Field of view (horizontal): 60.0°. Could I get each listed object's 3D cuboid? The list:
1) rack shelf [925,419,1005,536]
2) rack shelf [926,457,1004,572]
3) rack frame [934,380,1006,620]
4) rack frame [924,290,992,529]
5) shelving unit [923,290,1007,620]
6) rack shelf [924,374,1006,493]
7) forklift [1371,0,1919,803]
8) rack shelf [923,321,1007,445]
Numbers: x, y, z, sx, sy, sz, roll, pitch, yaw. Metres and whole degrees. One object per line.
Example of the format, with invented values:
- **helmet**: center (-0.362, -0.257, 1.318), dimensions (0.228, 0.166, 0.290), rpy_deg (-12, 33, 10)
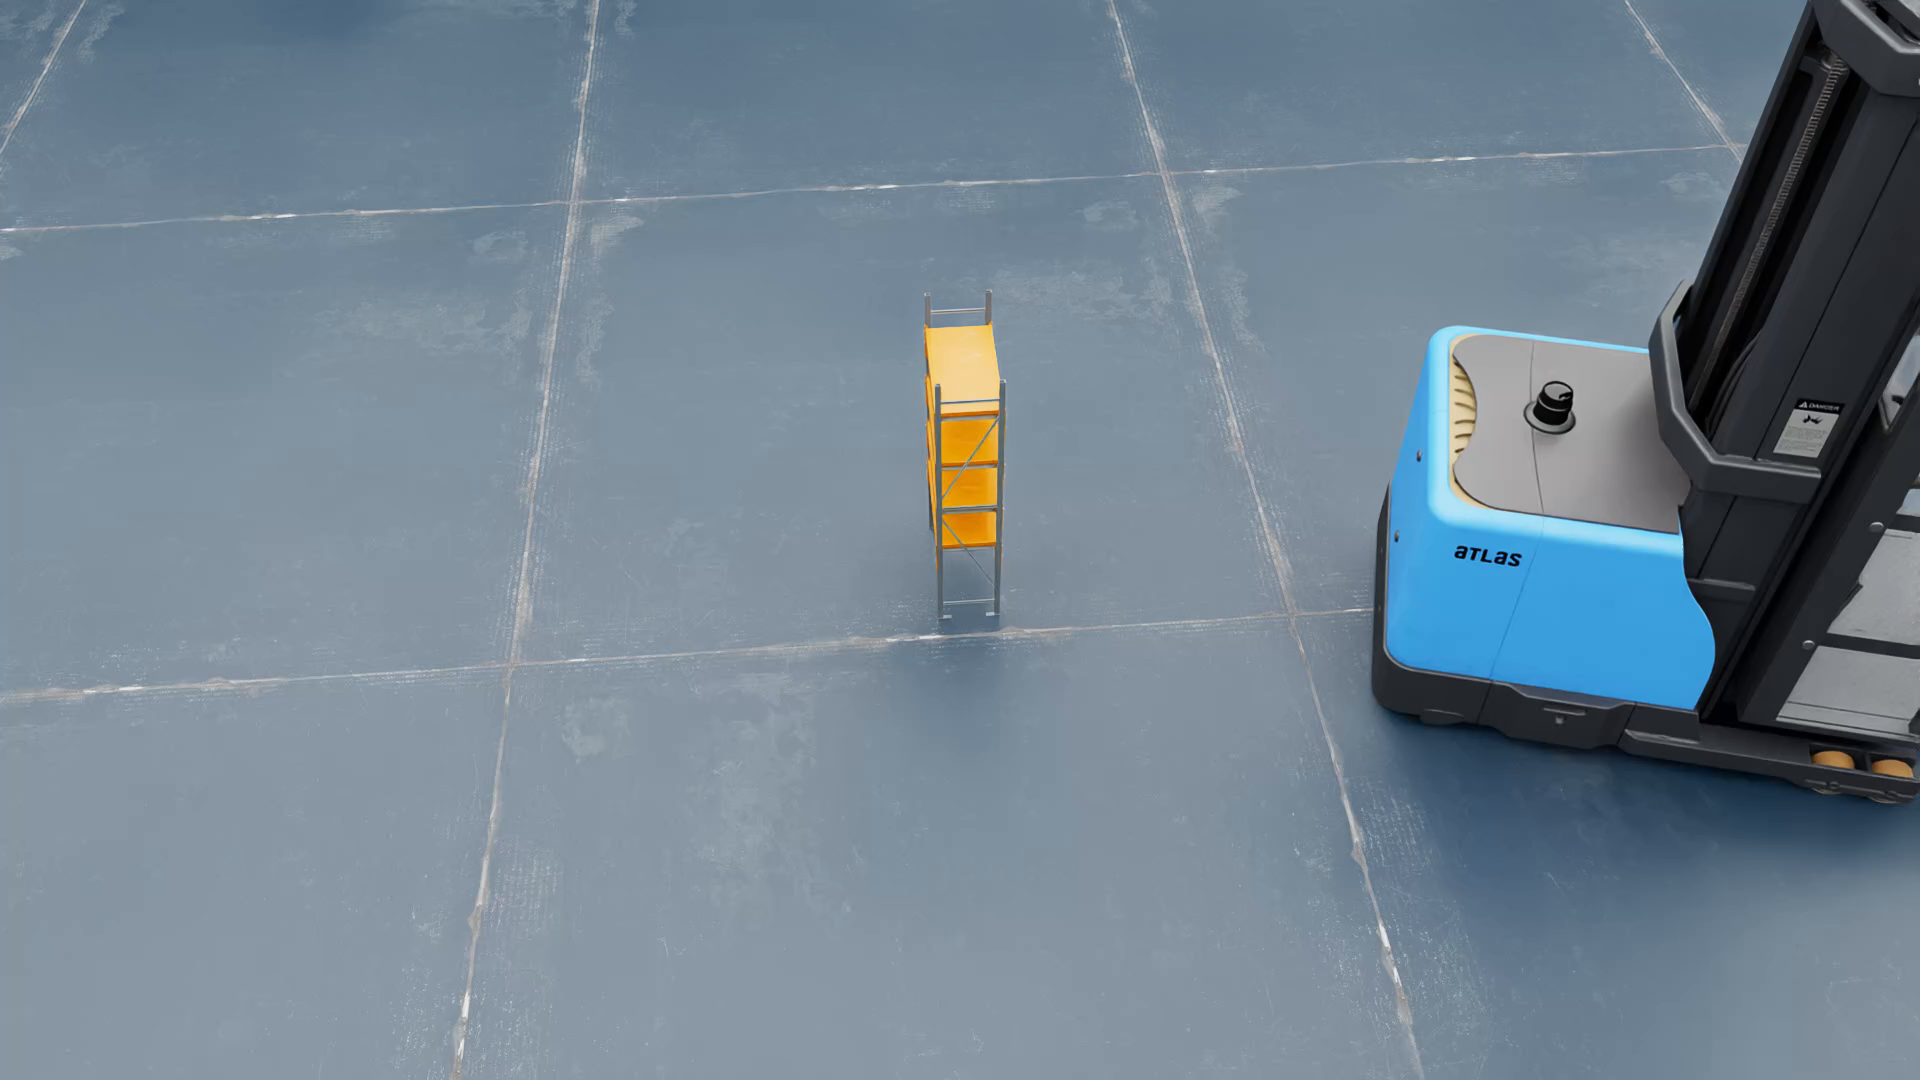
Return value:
- **rack shelf**: center (0.014, -0.247, 6.250), dimensions (0.258, 0.148, 0.480), rpy_deg (-3, 47, -3)
- **rack shelf**: center (0.014, -0.110, 6.394), dimensions (0.258, 0.148, 0.480), rpy_deg (-3, 47, -3)
- **rack frame**: center (0.034, -0.116, 6.034), dimensions (0.240, 1.200, 0.015), rpy_deg (-3, 47, -3)
- **rack frame**: center (-0.007, -0.469, 6.368), dimensions (0.240, 1.200, 0.015), rpy_deg (-3, 47, -3)
- **shelving unit**: center (0.014, -0.293, 6.201), dimensions (0.258, 1.200, 0.503), rpy_deg (-3, 47, -3)
- **rack shelf**: center (0.014, -0.400, 6.087), dimensions (0.258, 0.148, 0.480), rpy_deg (-3, 47, -3)
- **forklift**: center (3.086, -0.503, 5.207), dimensions (3.031, 2.935, 1.130), rpy_deg (8, 47, 8)
- **rack shelf**: center (0.014, -0.563, 5.916), dimensions (0.258, 0.148, 0.480), rpy_deg (-3, 47, -3)
